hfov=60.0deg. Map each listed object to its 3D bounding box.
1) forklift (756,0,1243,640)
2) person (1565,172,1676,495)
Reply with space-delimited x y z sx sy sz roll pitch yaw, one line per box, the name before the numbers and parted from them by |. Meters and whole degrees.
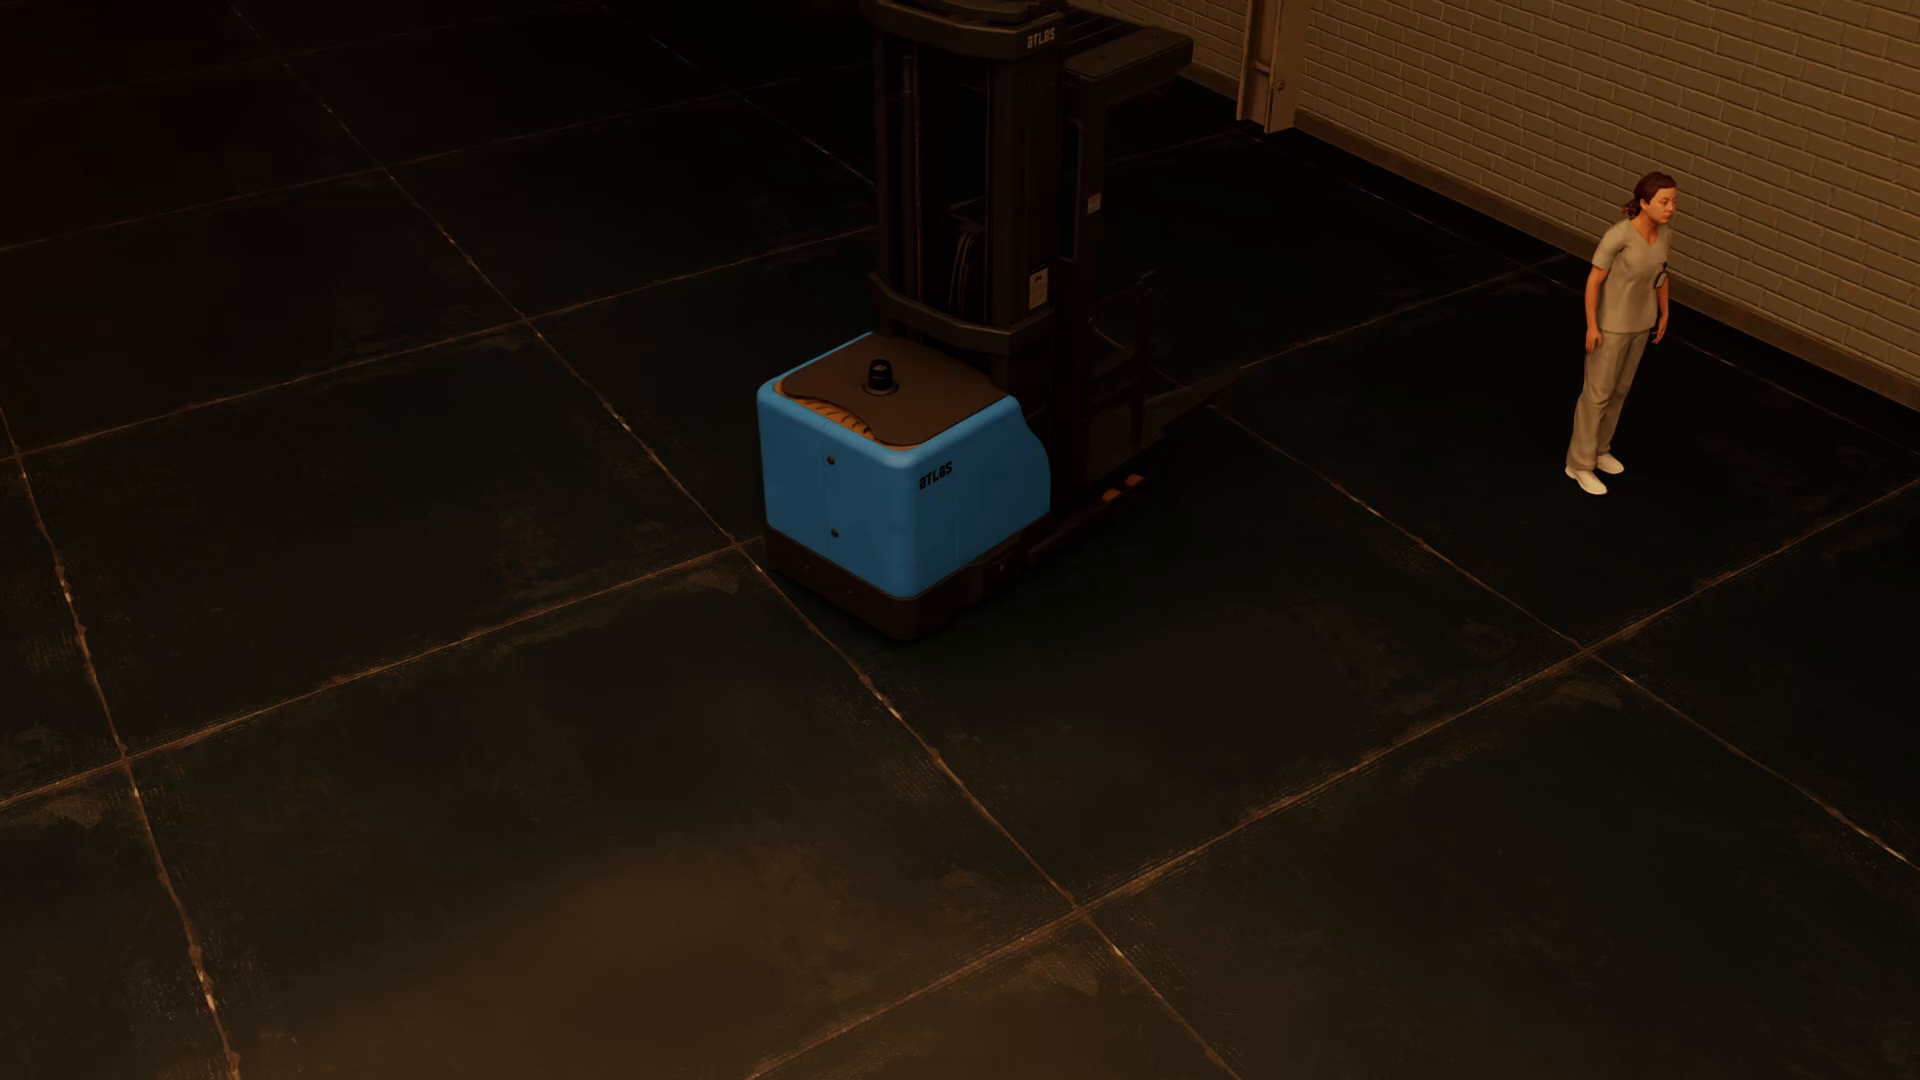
forklift | 0.383 -1.483 8.259 1.130 2.935 3.031 28 44 34
person | 3.554 -1.092 8.803 0.555 1.663 0.542 -16 38 -21
